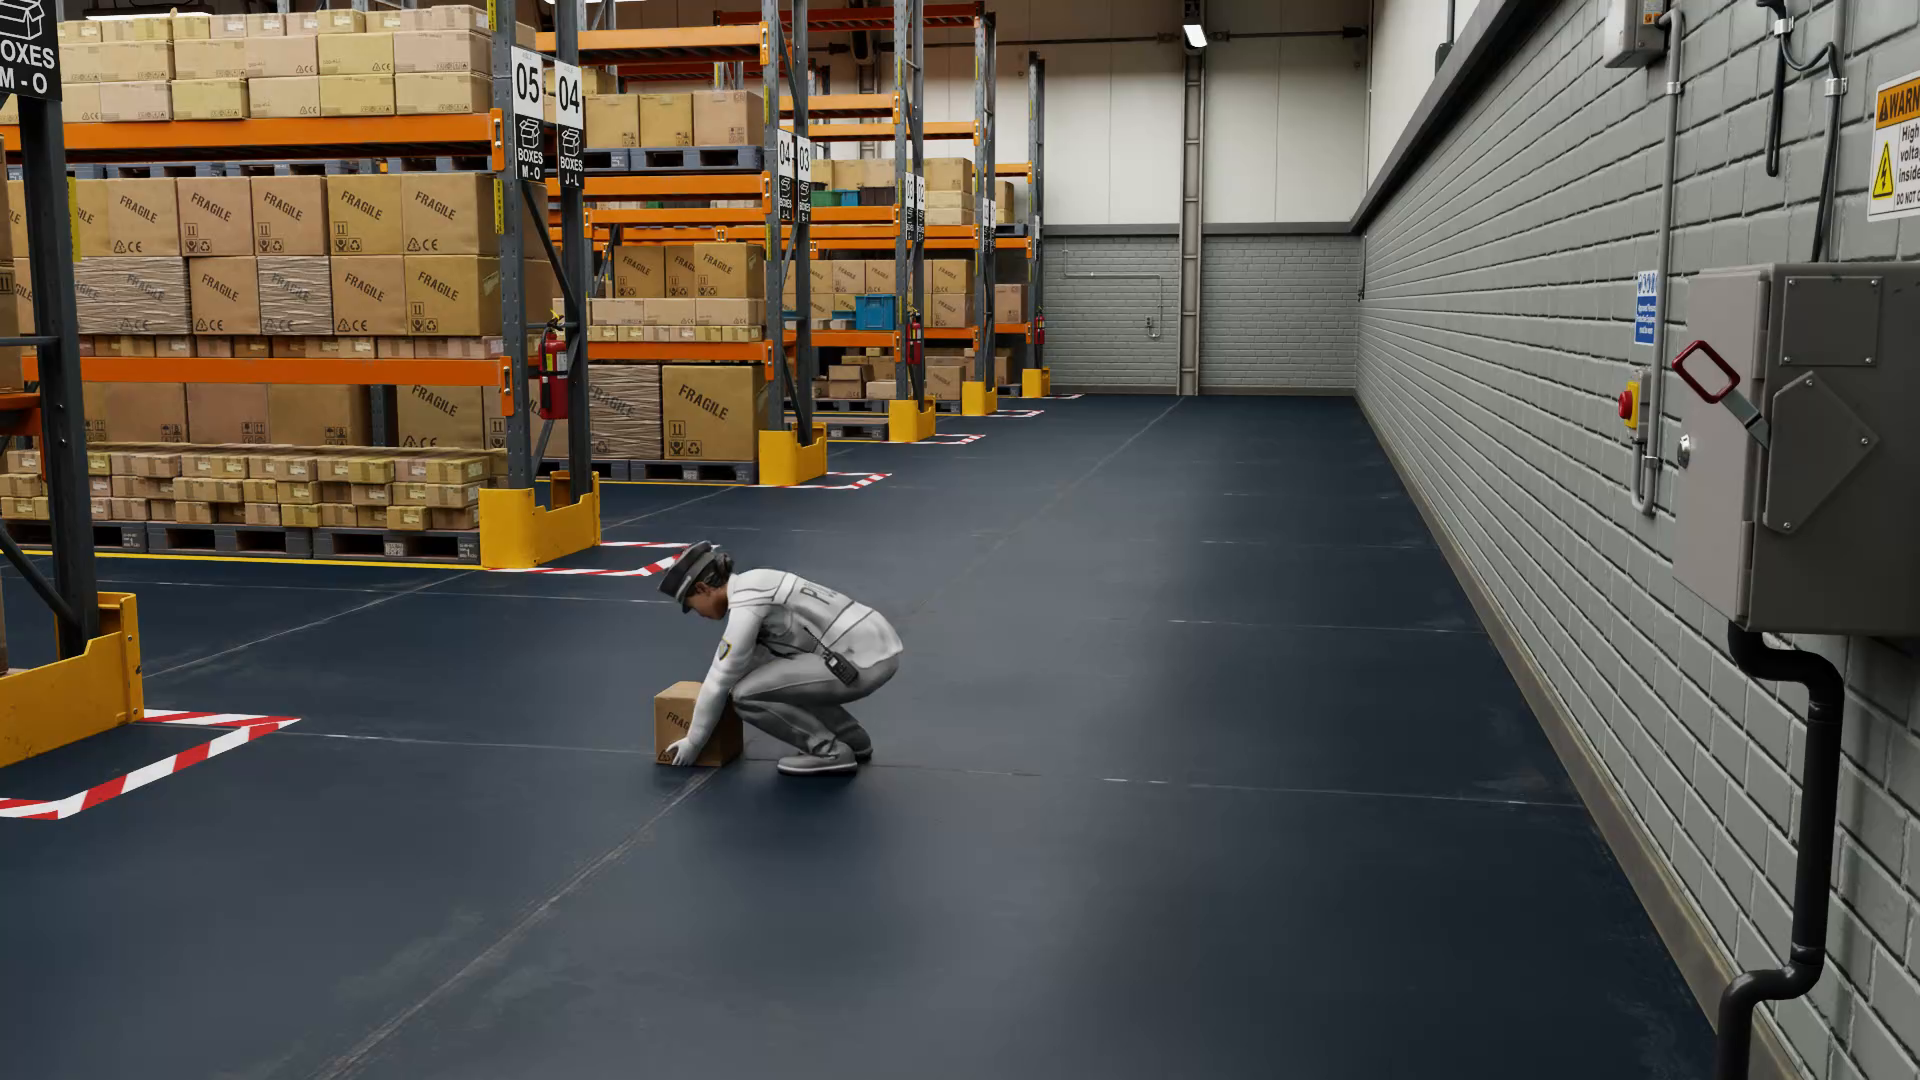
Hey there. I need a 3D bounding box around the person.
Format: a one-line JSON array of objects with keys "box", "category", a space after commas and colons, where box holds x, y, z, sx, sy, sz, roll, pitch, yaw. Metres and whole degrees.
[{"box": [-0.648, 0.422, 5.993, 0.869, 0.848, 0.475, 2, 8, 11], "category": "person"}]
